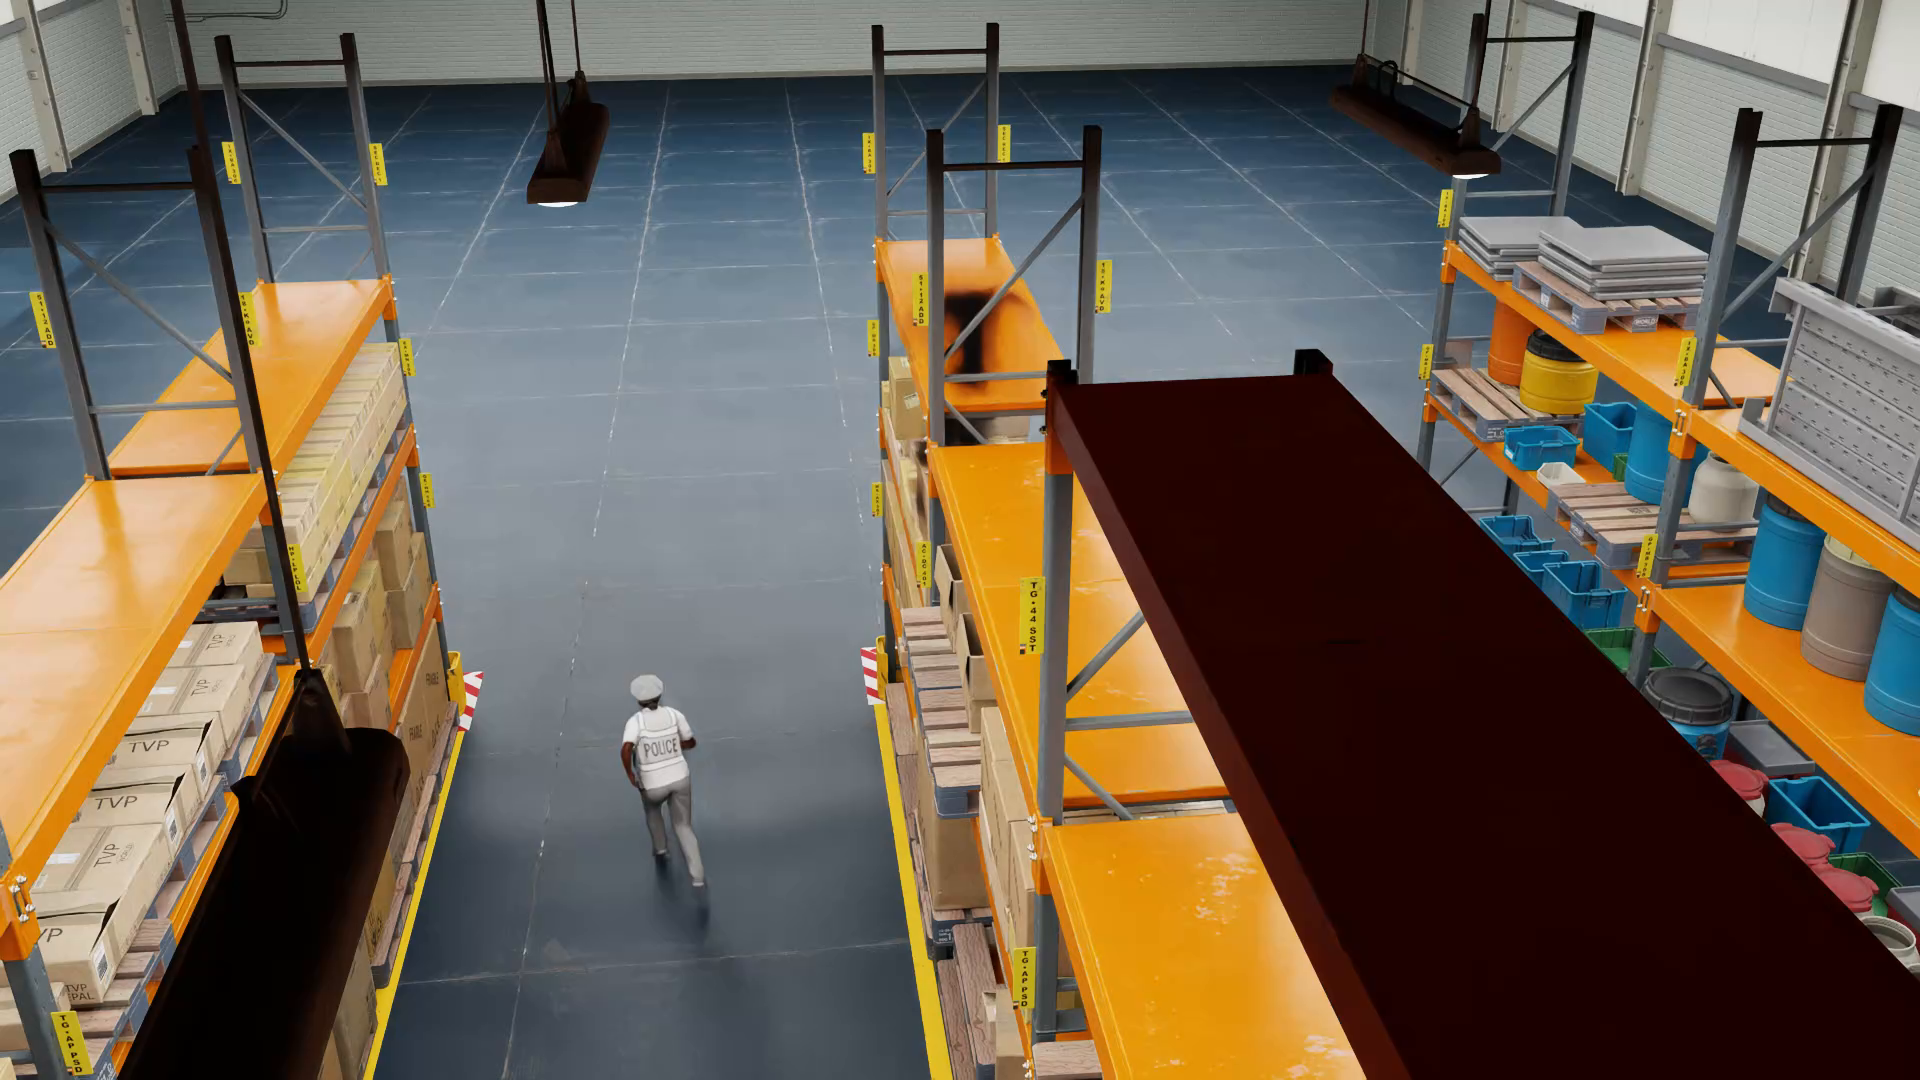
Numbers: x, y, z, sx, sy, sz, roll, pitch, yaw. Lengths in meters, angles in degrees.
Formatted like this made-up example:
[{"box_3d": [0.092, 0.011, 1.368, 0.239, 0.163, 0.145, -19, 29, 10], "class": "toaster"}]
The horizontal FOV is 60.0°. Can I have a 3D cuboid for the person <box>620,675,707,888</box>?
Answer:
[{"box_3d": [-2.219, 1.938, 12.641, 0.624, 1.646, 0.959, -15, 29, -29], "class": "person"}]
